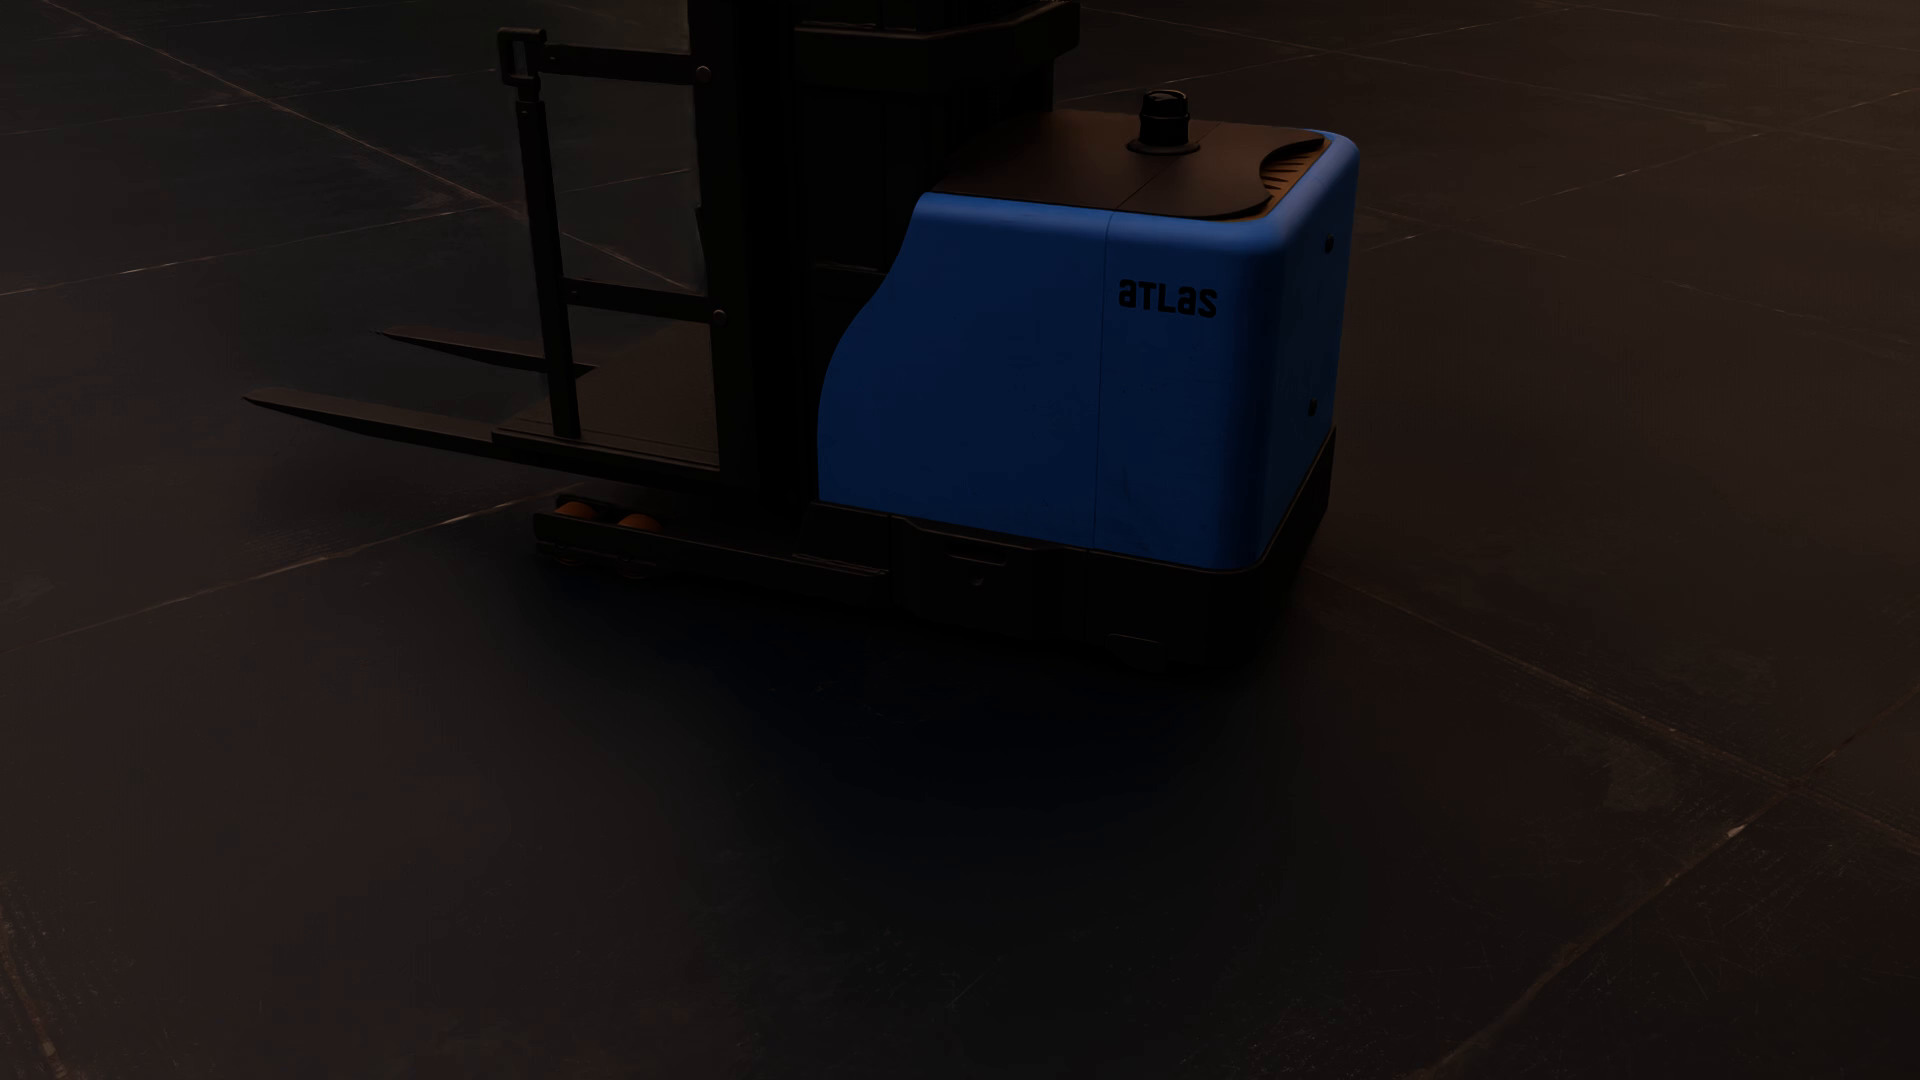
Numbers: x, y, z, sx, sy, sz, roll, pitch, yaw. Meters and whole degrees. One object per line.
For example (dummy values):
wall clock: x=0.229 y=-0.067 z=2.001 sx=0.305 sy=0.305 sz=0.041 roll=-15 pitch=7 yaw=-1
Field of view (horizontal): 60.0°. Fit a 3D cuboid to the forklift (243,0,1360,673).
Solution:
forklift: x=-0.565 y=-1.415 z=4.056 sx=3.031 sy=2.935 sz=1.130 roll=10 pitch=28 yaw=20
